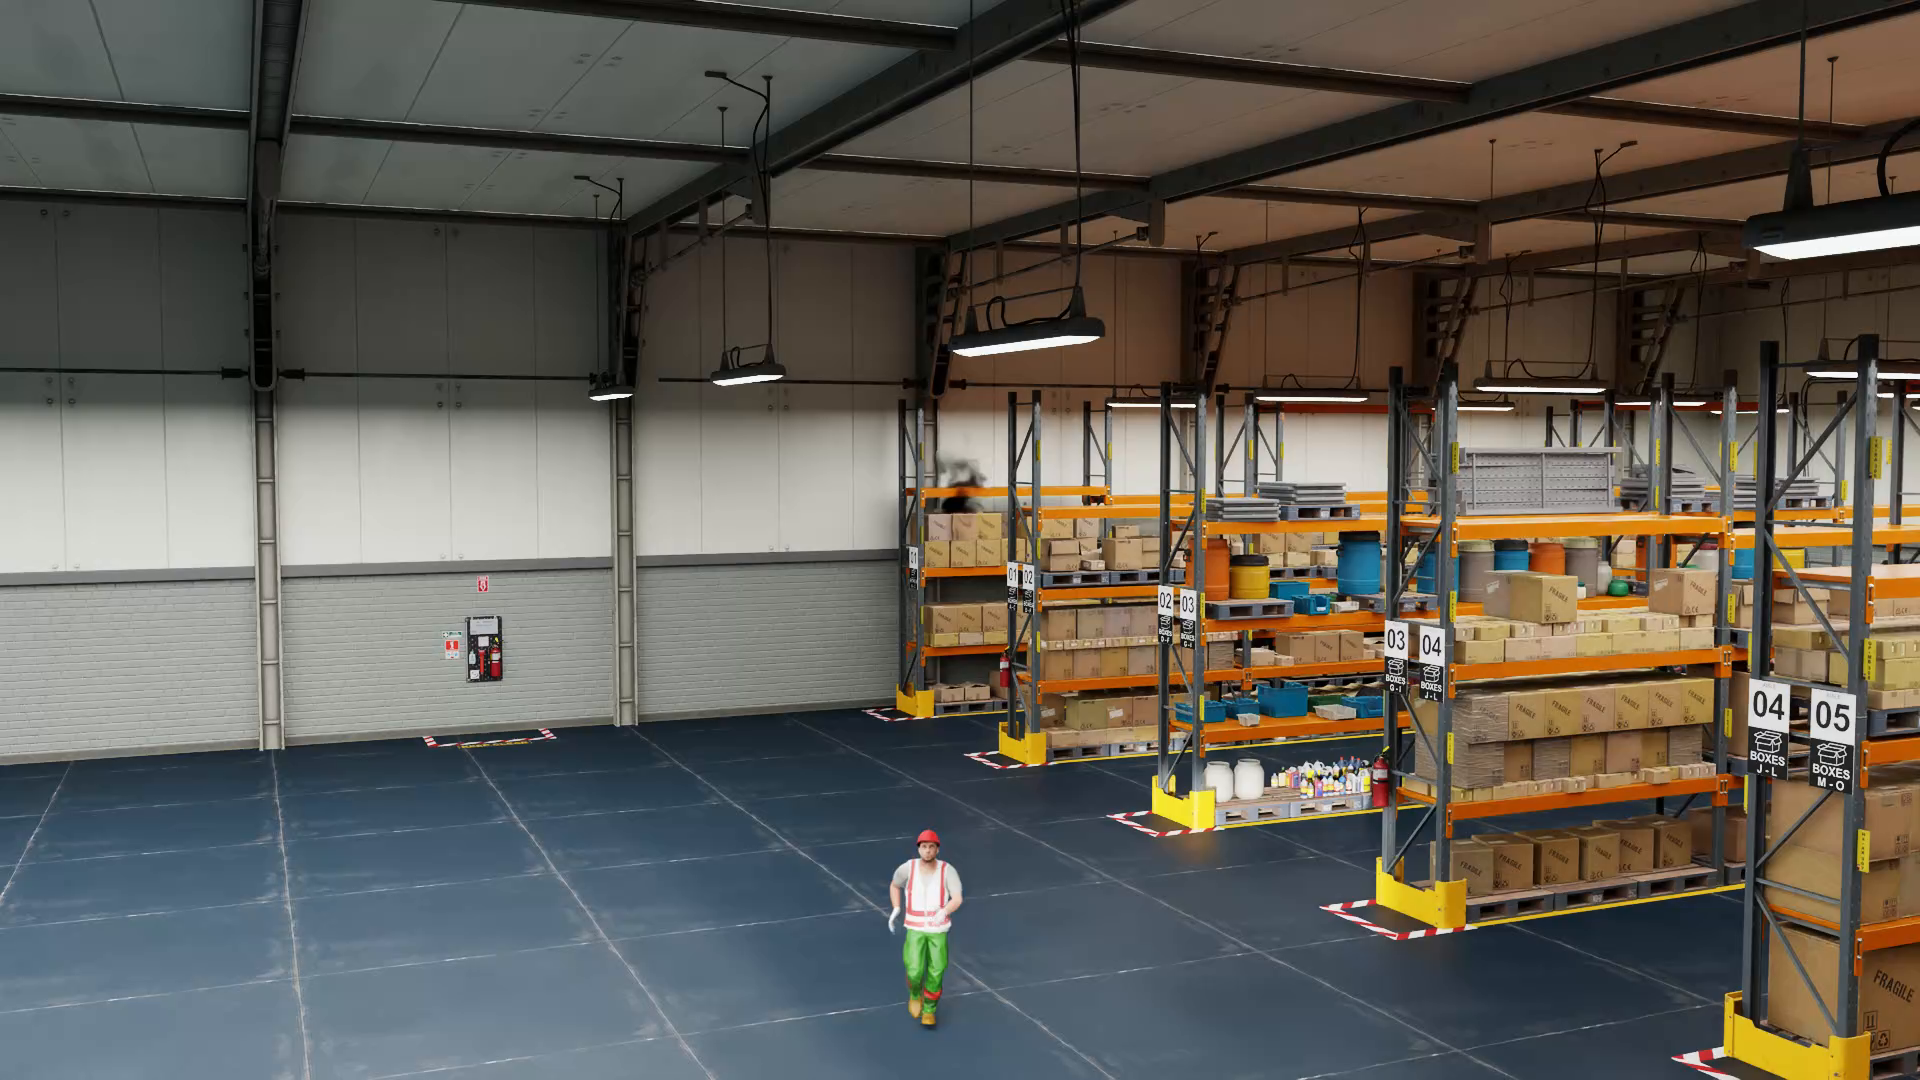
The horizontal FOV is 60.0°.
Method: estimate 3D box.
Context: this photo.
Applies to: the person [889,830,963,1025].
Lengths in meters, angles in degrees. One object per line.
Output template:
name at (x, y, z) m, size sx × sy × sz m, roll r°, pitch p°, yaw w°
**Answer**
person at (-0.299, 3.424, 14.596) m, size 0.650 × 1.741 × 0.607 m, roll 0°, pitch 3°, yaw 0°
